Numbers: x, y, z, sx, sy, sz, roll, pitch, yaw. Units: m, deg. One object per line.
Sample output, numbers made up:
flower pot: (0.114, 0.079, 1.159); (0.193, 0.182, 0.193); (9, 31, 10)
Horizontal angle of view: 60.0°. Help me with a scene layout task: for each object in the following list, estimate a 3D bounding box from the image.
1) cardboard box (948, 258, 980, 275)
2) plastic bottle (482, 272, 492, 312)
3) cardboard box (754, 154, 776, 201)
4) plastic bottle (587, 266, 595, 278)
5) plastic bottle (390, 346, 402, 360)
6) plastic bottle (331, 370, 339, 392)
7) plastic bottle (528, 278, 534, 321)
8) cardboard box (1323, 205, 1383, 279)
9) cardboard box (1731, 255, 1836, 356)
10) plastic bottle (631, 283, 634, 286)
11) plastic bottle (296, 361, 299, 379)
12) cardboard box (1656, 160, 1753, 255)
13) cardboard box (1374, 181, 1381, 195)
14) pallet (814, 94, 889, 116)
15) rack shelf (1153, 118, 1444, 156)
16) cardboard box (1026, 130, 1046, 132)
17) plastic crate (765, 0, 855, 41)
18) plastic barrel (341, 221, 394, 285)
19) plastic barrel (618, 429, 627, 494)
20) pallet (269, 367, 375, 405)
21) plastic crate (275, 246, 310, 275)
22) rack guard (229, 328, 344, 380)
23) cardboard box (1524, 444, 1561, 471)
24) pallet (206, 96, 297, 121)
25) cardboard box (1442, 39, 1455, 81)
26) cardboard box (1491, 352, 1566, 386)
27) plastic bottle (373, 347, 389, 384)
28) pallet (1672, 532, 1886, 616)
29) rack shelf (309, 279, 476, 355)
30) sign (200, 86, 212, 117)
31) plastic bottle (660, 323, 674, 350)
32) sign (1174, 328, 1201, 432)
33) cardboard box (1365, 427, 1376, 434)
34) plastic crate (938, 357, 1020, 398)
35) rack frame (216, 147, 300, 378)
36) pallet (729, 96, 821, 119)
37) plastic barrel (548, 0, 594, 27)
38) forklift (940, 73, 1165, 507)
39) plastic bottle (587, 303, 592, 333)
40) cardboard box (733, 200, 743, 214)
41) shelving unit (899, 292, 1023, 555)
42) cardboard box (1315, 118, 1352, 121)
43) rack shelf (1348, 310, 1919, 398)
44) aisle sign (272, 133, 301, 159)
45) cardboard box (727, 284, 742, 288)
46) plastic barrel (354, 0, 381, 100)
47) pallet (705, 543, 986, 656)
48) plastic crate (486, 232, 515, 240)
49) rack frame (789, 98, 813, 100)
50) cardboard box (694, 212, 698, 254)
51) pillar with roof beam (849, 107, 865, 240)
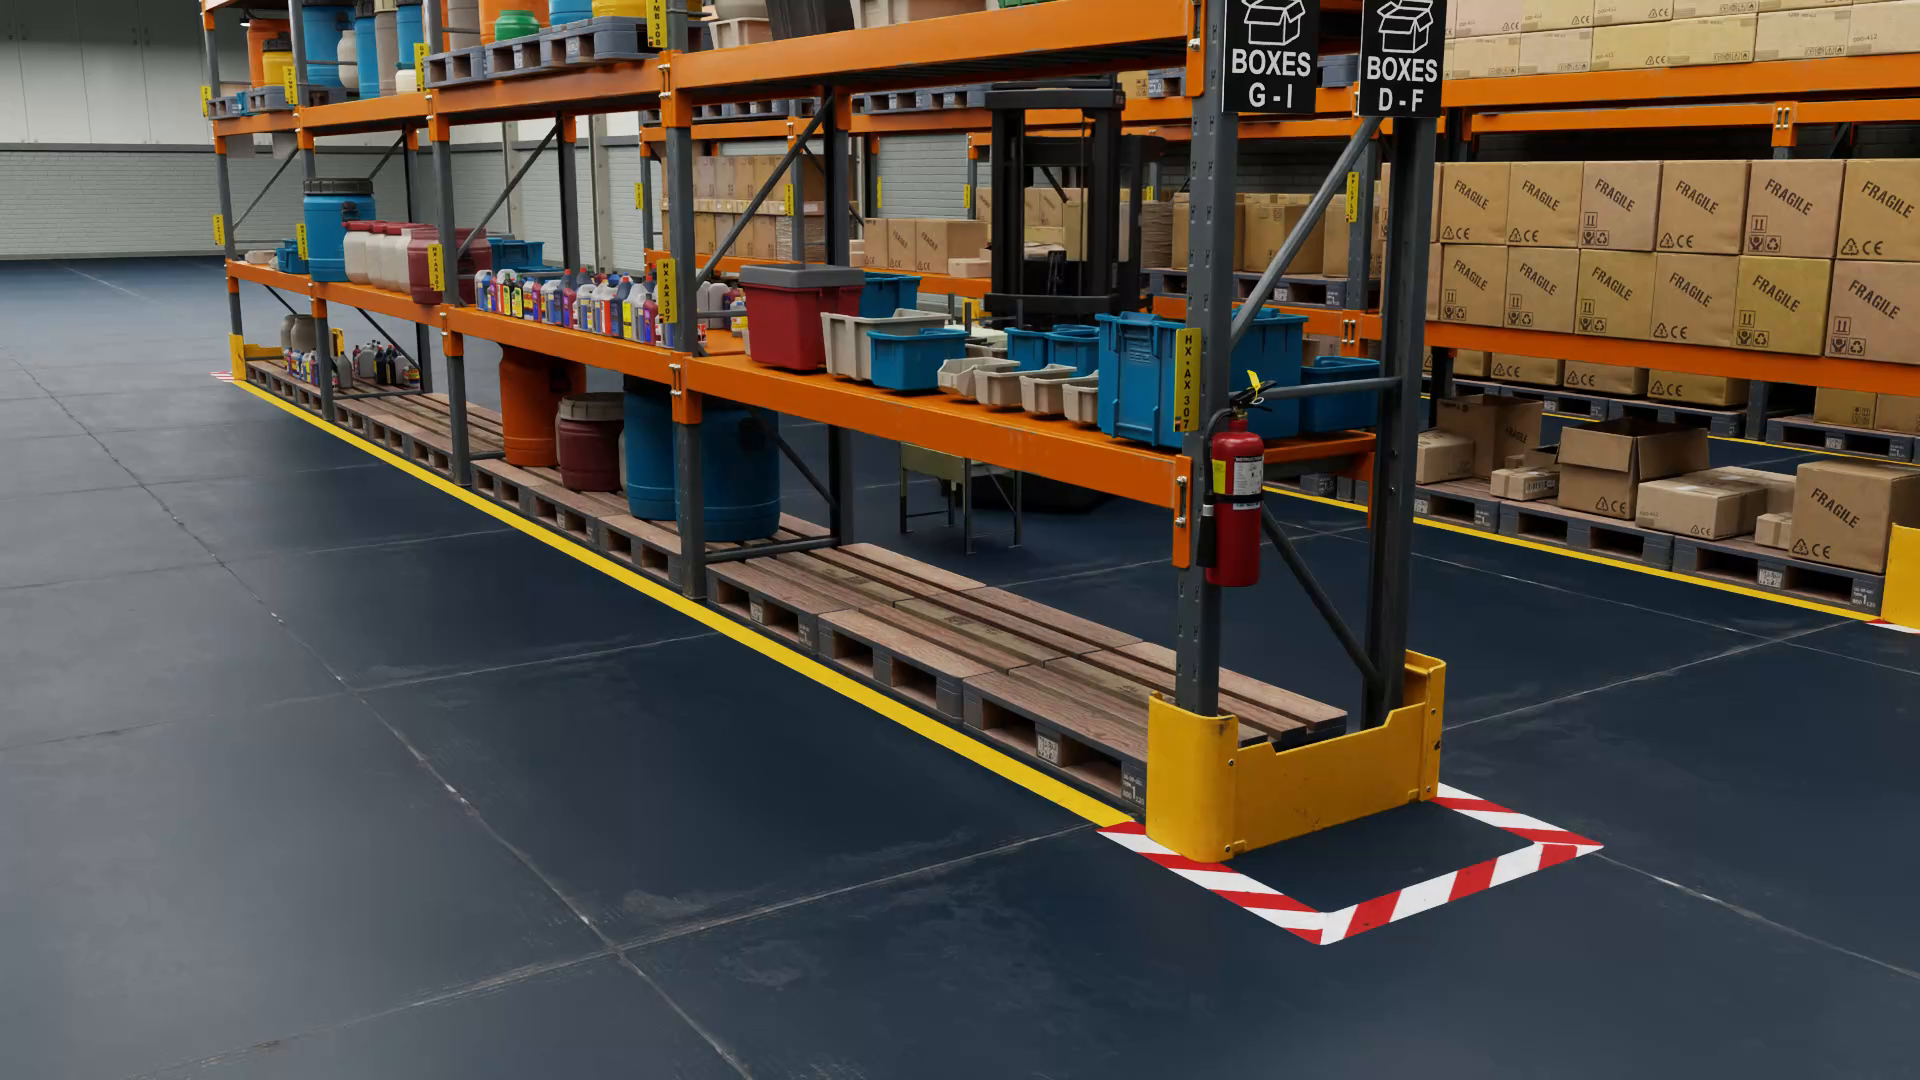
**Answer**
cardboard box: (0.111, -2.601, 15.824); (0.380, 0.149, 0.250); (-7, 14, -29)
plastic bottle: (-3.249, -1.716, 11.490); (0.097, 0.271, 0.097); (0, 12, 0)
cardboard box: (-1.884, -4.066, 18.662); (0.700, 0.500, 0.500); (-8, 15, -33)
plastic bottle: (-2.682, -1.840, 12.027); (0.061, 0.283, 0.133); (-8, 15, -33)
plastic bottle: (-5.579, -1.743, 16.483); (0.144, 0.351, 0.185); (-8, 14, -31)
plastic bottle: (-5.938, -1.505, 15.744); (0.097, 0.201, 0.097); (0, 12, 0)
plastic bottle: (-2.737, -1.552, 10.739); (0.097, 0.271, 0.097); (0, 12, 0)
cardboard box: (3.004, -2.157, 11.988); (0.500, 0.500, 0.700); (9, 15, 36)
cardboard box: (4.532, -1.269, 8.911); (0.500, 0.500, 0.500); (-8, 15, -32)
plastic bottle: (-2.236, -1.650, 11.349); (0.097, 0.201, 0.097); (0, 12, 0)
plastic bottle: (-6.648, -1.733, 16.787); (0.097, 0.201, 0.097); (0, 12, 0)
cardboard box: (4.249, -1.846, 9.210); (0.500, 0.500, 0.500); (-8, 14, -31)
cardboard box: (4.579, -3.785, 17.866); (0.380, 0.149, 0.250); (-11, 17, -42)
pallet: (-0.852, -4.432, 17.033); (0.805, 0.209, 1.217); (-9, 15, -35)
rack shelf: (3.878, -4.561, 18.858); (1.077, 0.370, 4.000); (-8, 15, -33)
cardboard box: (1.090, -5.757, 22.364); (0.500, 0.500, 0.500); (-7, 14, -30)
plastic crate: (-0.585, -2.355, 7.394); (0.497, 0.269, 0.590); (-8, 15, -33)
plastic barrel: (-5.130, -2.500, 14.454); (0.433, 0.535, 0.433); (0, 12, 0)
plastic barrel: (-1.963, -0.532, 10.616); (0.421, 0.512, 0.421); (0, 12, 0)
pallet: (-6.495, -1.609, 17.225); (1.003, 0.211, 1.213); (-8, 15, -33)
plastic crate: (-6.317, -2.722, 16.135); (0.499, 0.251, 0.616); (-8, 15, -33)
rack guard: (-7.612, -2.112, 18.849); (1.175, 0.500, 0.348); (-8, 15, -33)
cardboard box: (4.048, -0.493, 10.858); (0.500, 0.311, 0.500); (-8, 15, -33)
pallet: (-7.317, -4.556, 17.593); (1.003, 0.211, 1.213); (-8, 15, -33)
cardboard box: (3.144, -3.069, 10.704); (0.500, 0.250, 0.500); (-8, 15, -33)
cardboard box: (5.764, -1.943, 16.275); (0.750, 0.750, 0.750); (-8, 15, -33)
plastic bottle: (-5.699, -1.726, 16.405); (0.144, 0.351, 0.185); (-8, 15, -33)
pallet: (4.812, 0.126, 9.292); (1.003, 0.211, 1.213); (-8, 15, -33)
rack shelf: (-4.369, -1.923, 13.816); (1.077, 0.370, 4.000); (-8, 15, -33)
sign: (-8.154, -4.747, 18.003); (0.100, 0.325, 0.005); (-8, 15, -33)
plastic bottle: (-1.533, -1.178, 9.018); (0.152, 0.276, 0.135); (-8, 15, -33)
sign: (0.722, -0.507, 5.278); (0.100, 0.325, 0.005); (-8, 15, -33)
cardboard box: (3.015, -0.901, 12.283); (0.500, 0.500, 0.500); (-9, 15, -35)
plastic crate: (0.066, -0.670, 6.881); (0.298, 0.136, 0.250); (-8, 15, -33)
rack frame: (-7.694, -3.341, 18.619); (1.000, 3.000, 0.127); (-8, 15, -33)
pallet: (-1.846, -4.786, 18.412); (1.003, 0.211, 1.213); (-8, 15, -33)
plastic barrel: (-2.118, -3.408, 9.746); (0.600, 0.901, 0.708); (-8, 15, -33)
forklift: (0.859, -1.925, 12.304); (1.130, 2.935, 3.031); (5, 13, 20)
plastic bottle: (-2.176, -1.338, 9.923); (0.097, 0.201, 0.097); (0, 12, 0)
cardboard box: (-2.383, -3.830, 19.102); (0.380, 0.149, 0.250); (-8, 14, -31)
shelving unit: (-0.004, -0.734, 10.207); (0.431, 1.500, 0.755); (-8, 15, -33)
cardboard box: (4.345, -4.858, 18.246); (0.797, 0.503, 0.637); (-6, 14, -25)
rack shelf: (4.189, -1.085, 9.988); (1.077, 0.370, 4.000); (-8, 15, -33)
aisle sign: (-7.486, -4.659, 18.560); (0.394, 0.787, 0.004); (-8, 15, -33)
cardboard box: (-2.627, -2.766, 19.688); (0.500, 0.500, 0.500); (-8, 15, -33)
plastic barrel: (-5.015, -4.275, 14.696); (0.600, 0.901, 0.708); (-8, 15, -33)
pallet: (-0.605, 0.281, 8.580); (1.003, 0.211, 1.213); (-8, 15, -33)
plastic crate: (-3.902, -2.273, 13.586); (0.402, 0.464, 0.583); (-8, 15, -33)
rack frame: (-1.352, -6.146, 17.403); (1.000, 3.000, 0.127); (-8, 15, -33)
cardboard box: (-3.025, -3.798, 20.475); (0.700, 0.500, 0.500); (-8, 14, -31)
pillar with roof beam: (-5.246, -7.980, 25.788); (9.100, 9.000, 0.400); (-8, 15, -33)
